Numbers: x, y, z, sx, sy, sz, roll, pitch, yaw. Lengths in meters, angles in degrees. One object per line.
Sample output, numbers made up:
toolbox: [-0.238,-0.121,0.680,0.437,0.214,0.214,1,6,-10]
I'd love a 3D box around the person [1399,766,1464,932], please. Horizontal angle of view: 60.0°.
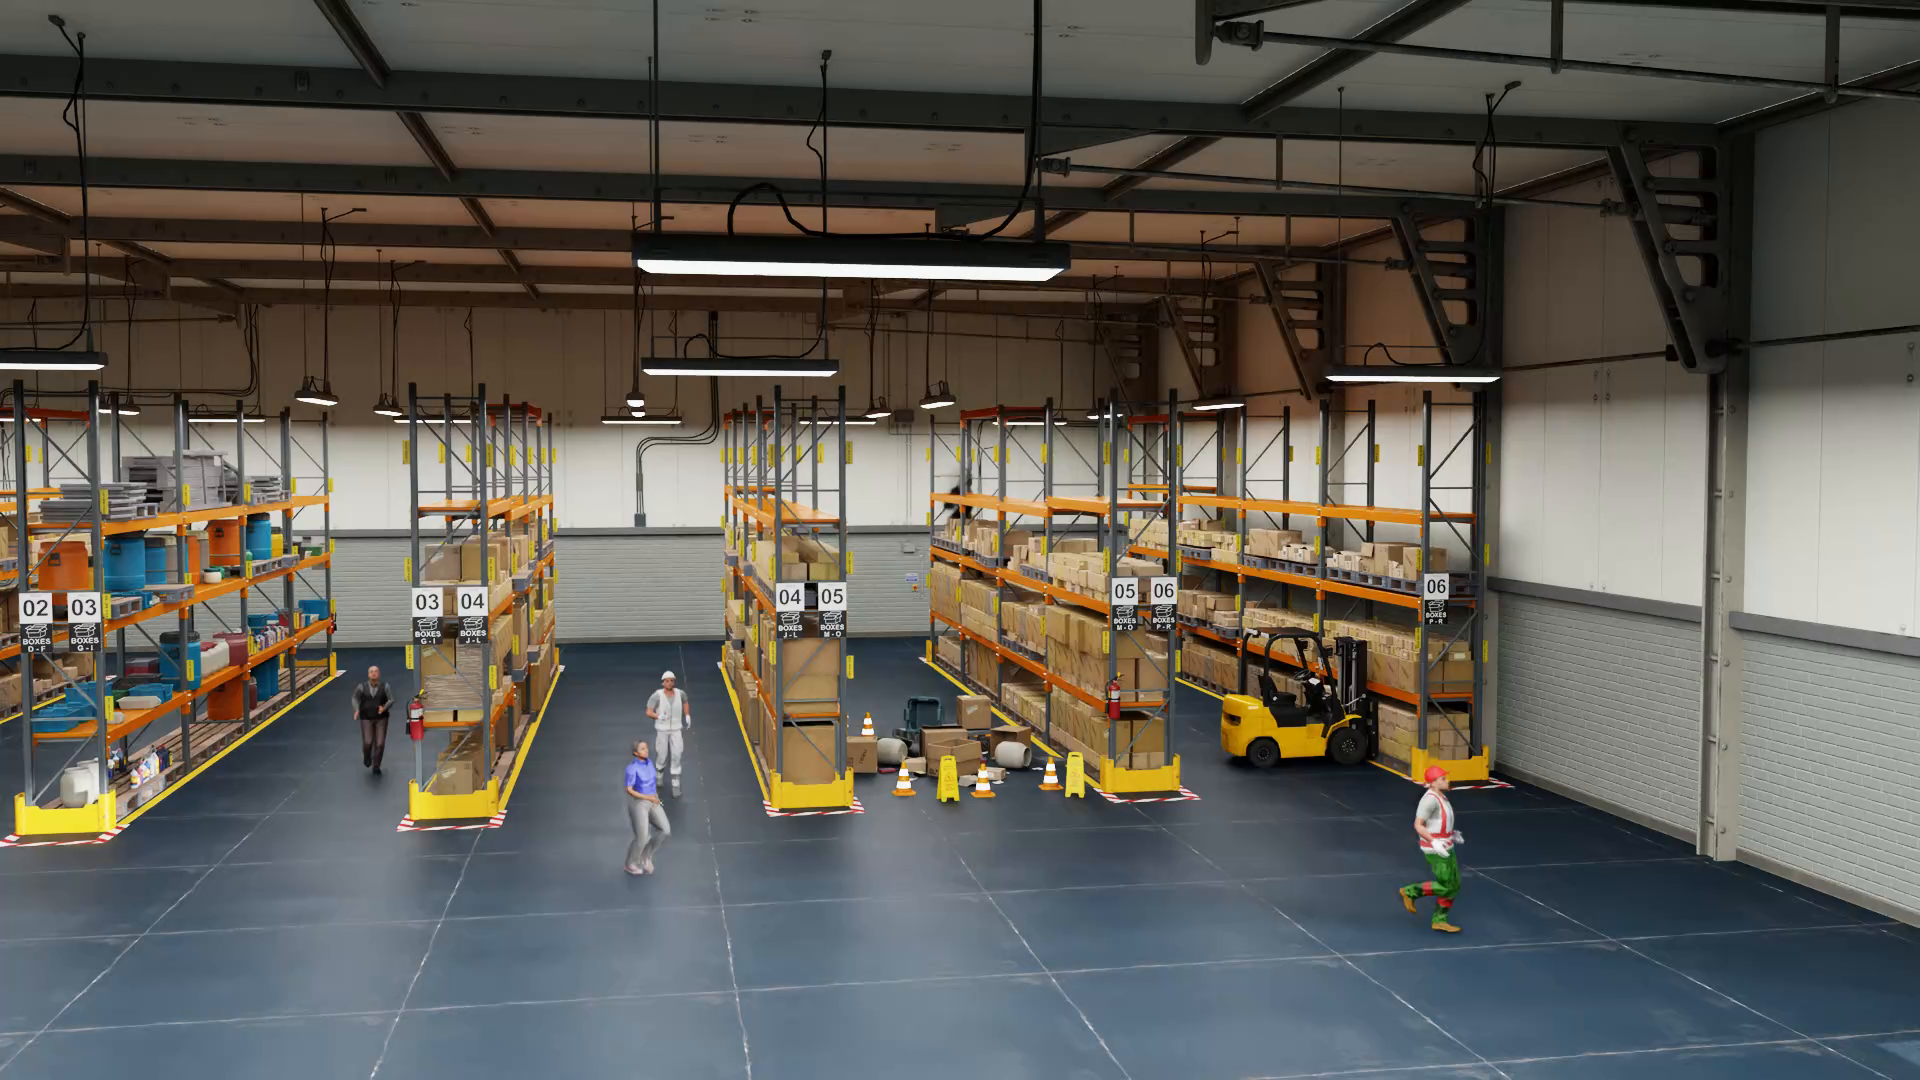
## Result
person: [4.986,3.246,17.561,0.624,1.741,0.660,2,3,31]

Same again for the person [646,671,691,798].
person: [-4.324,2.851,24.683,0.681,1.830,0.856,-1,3,-22]

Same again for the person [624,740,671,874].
person: [-3.747,3.182,19.841,0.617,1.614,0.589,2,3,31]

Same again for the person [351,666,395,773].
person: [-9.239,2.835,26.192,0.645,1.682,0.566,-1,3,-21]
